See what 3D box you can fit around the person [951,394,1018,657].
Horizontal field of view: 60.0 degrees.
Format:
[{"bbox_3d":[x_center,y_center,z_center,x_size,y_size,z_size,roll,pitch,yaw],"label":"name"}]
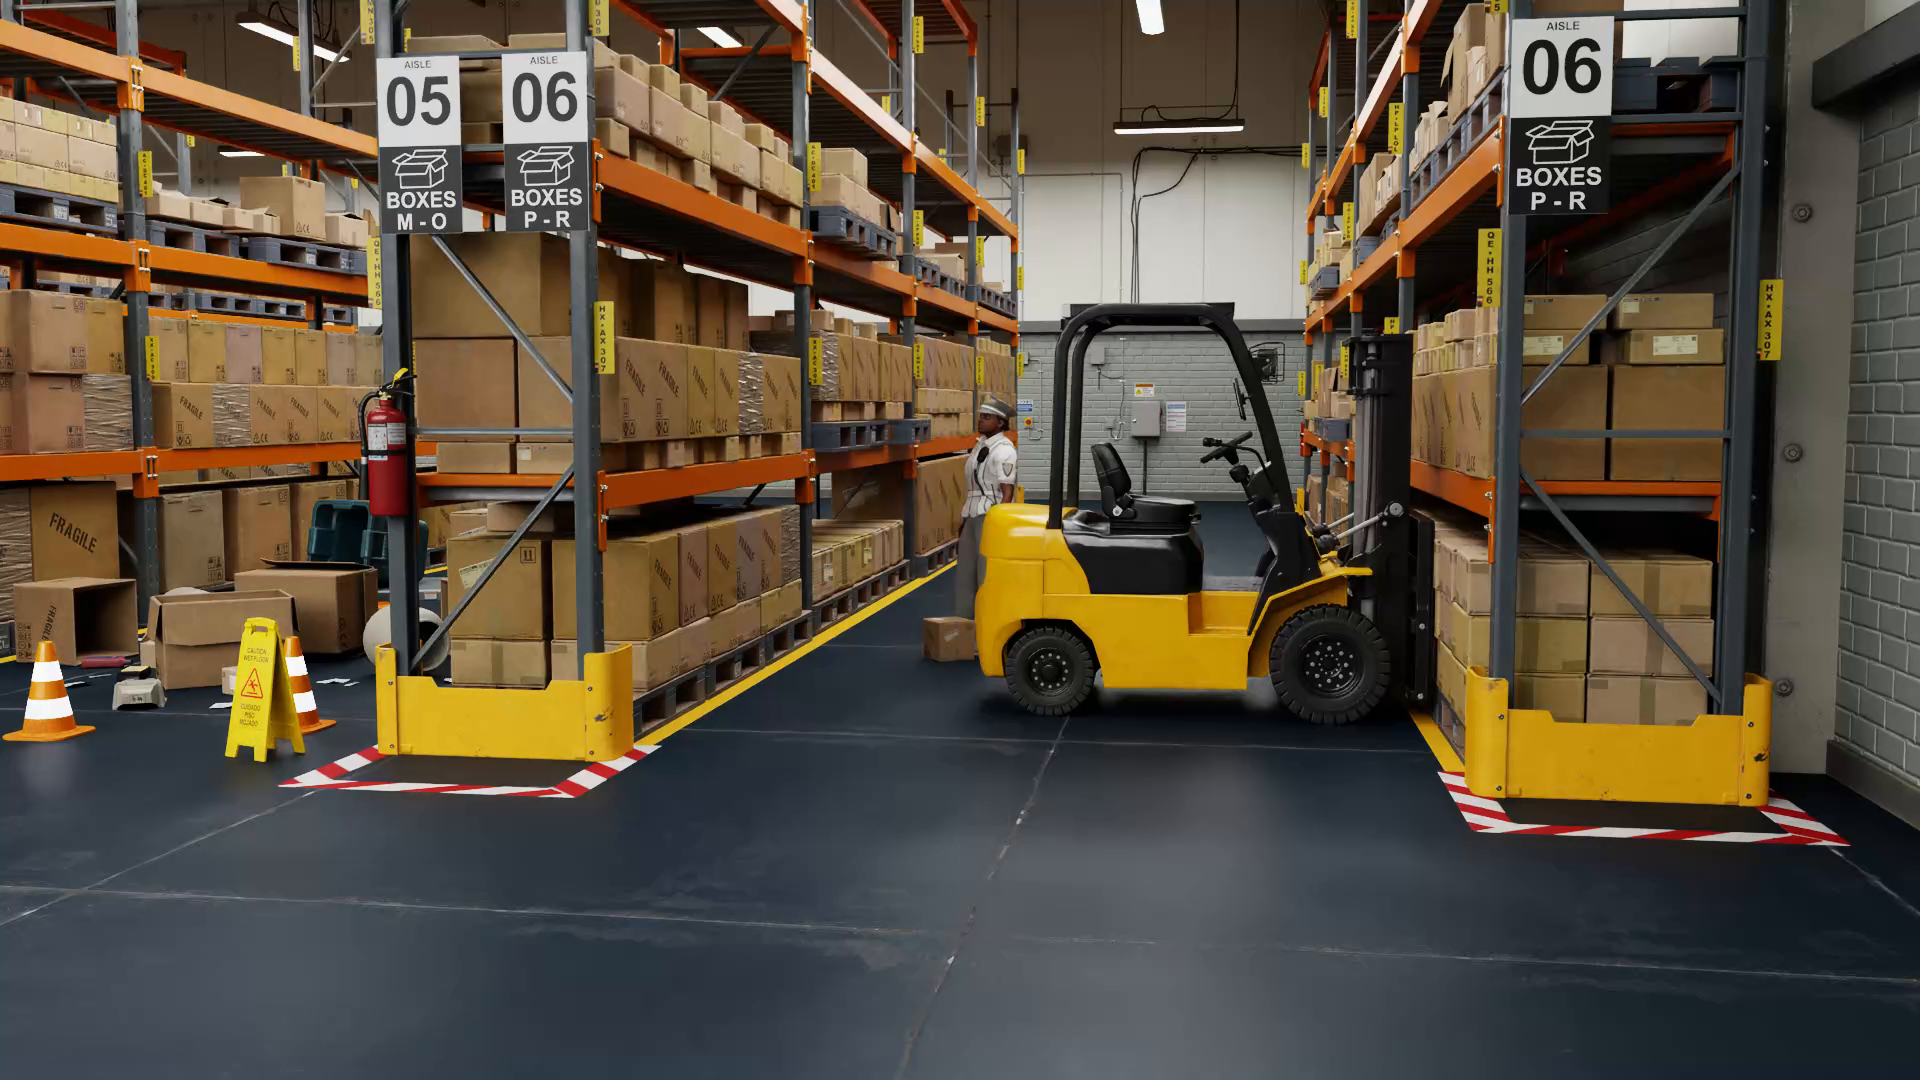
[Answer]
[{"bbox_3d":[0.100,-0.098,10.797,0.529,1.695,0.569,-2,5,-24],"label":"person"}]
